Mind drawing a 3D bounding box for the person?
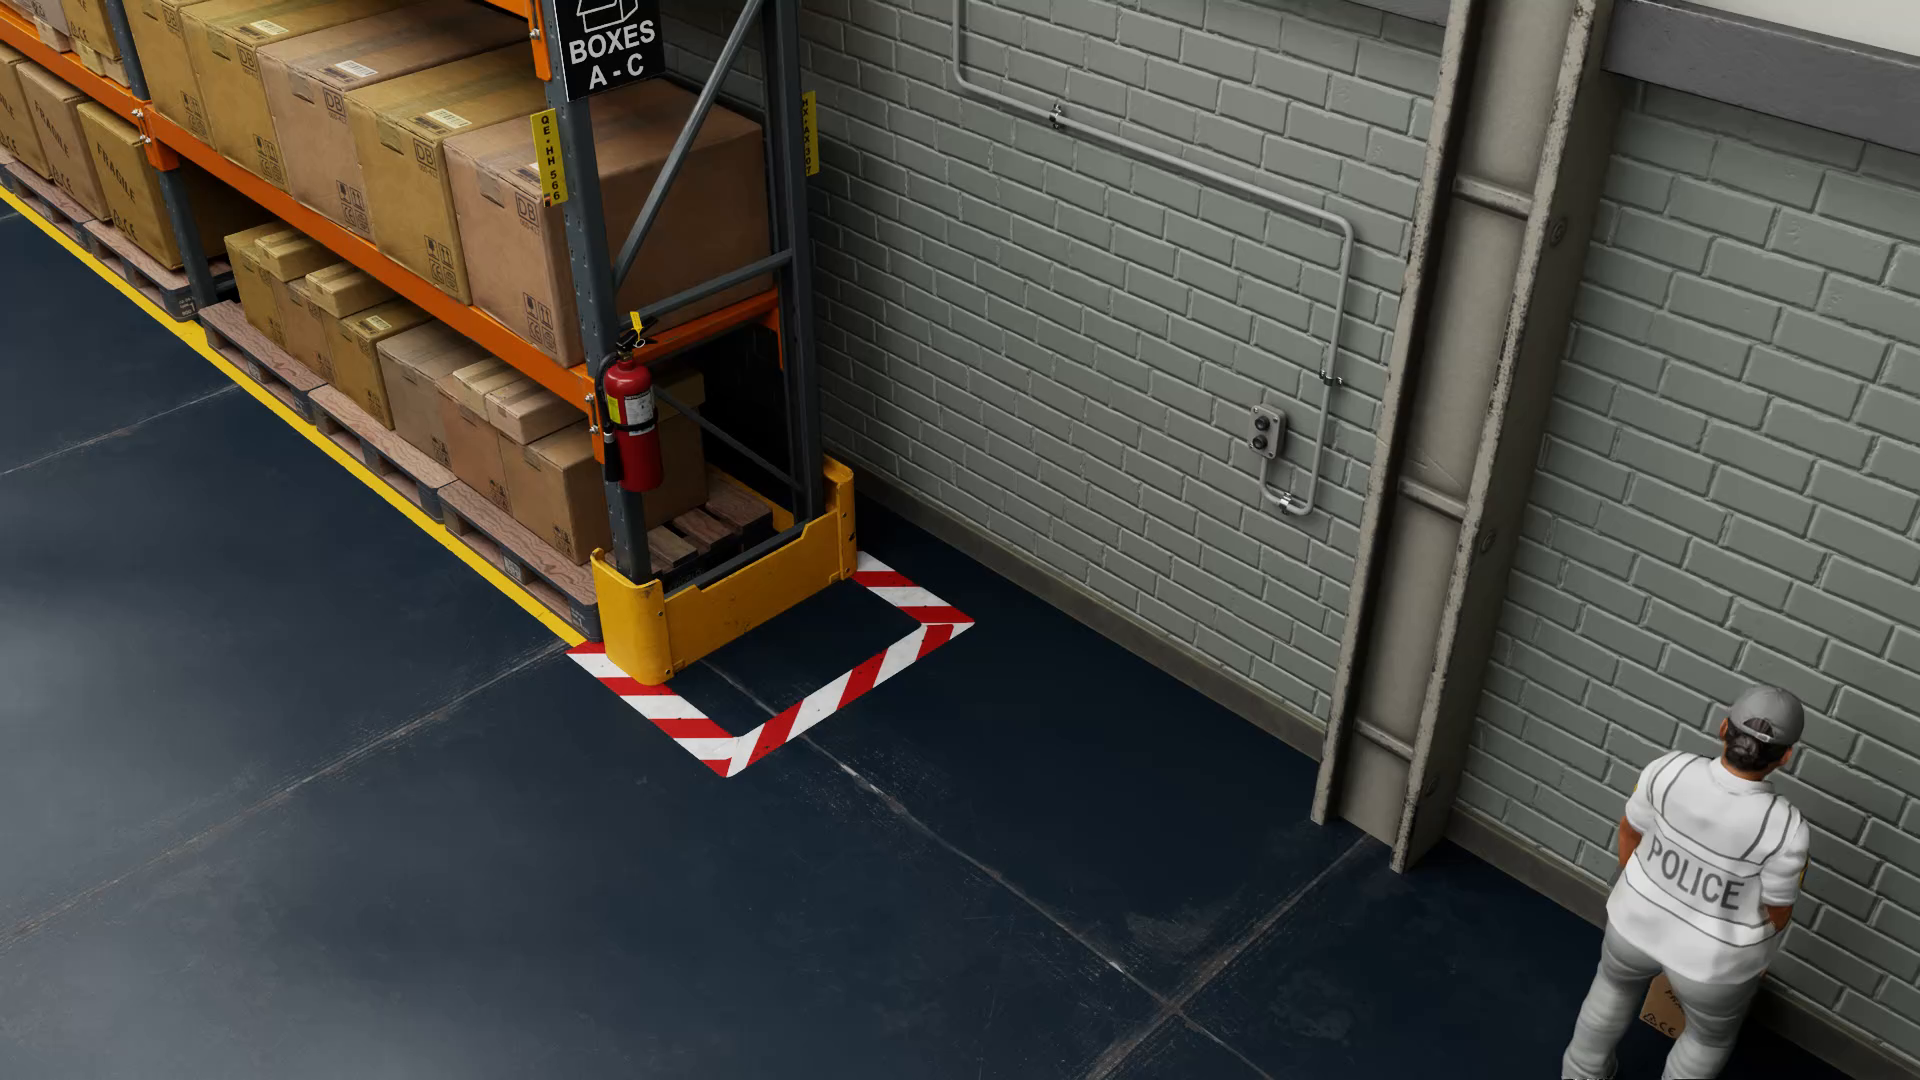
[{"bbox_3d":[2.028,1.084,4.664,0.428,1.645,0.483,-29,45,-34],"label":"person"}]
